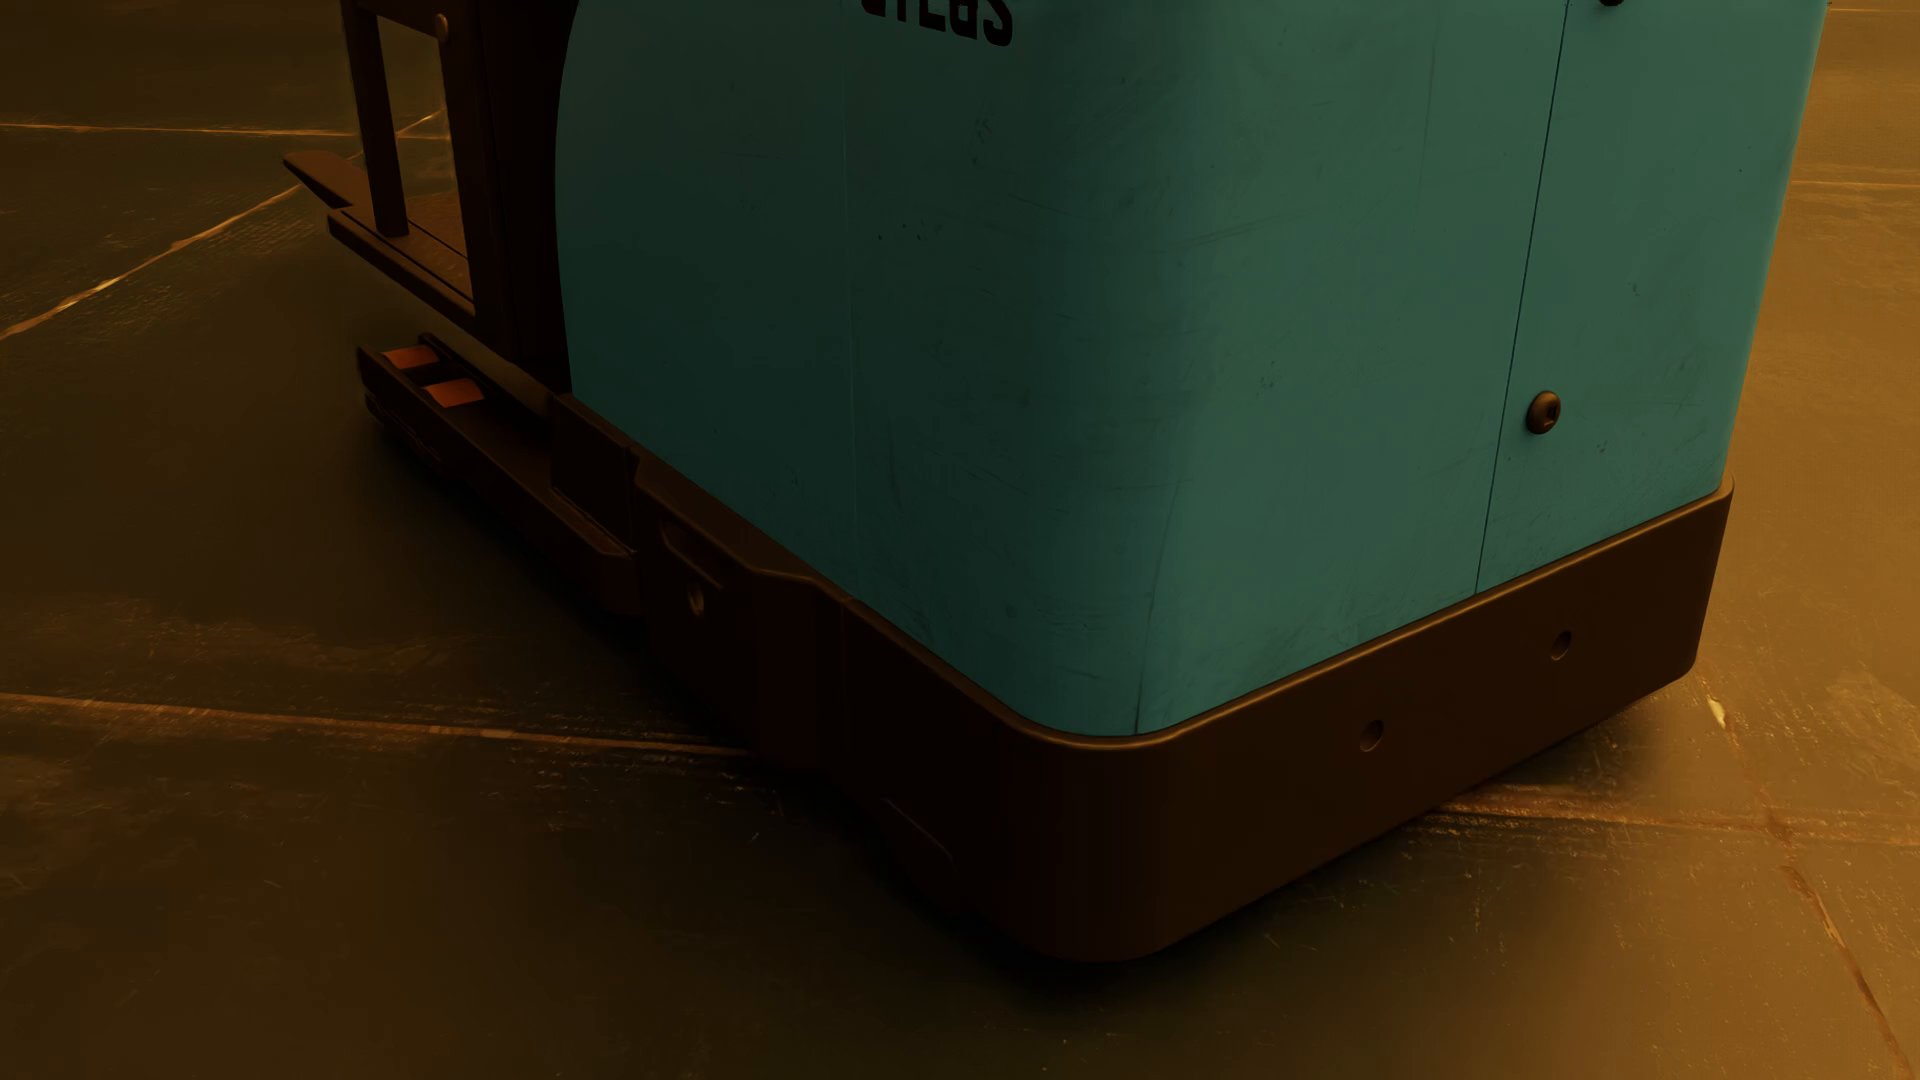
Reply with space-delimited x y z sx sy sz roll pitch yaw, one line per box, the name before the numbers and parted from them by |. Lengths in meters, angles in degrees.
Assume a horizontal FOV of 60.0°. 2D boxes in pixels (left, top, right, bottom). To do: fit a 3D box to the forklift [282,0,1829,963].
forklift | -0.359 -1.518 2.260 1.130 2.935 3.031 -18 32 -32
